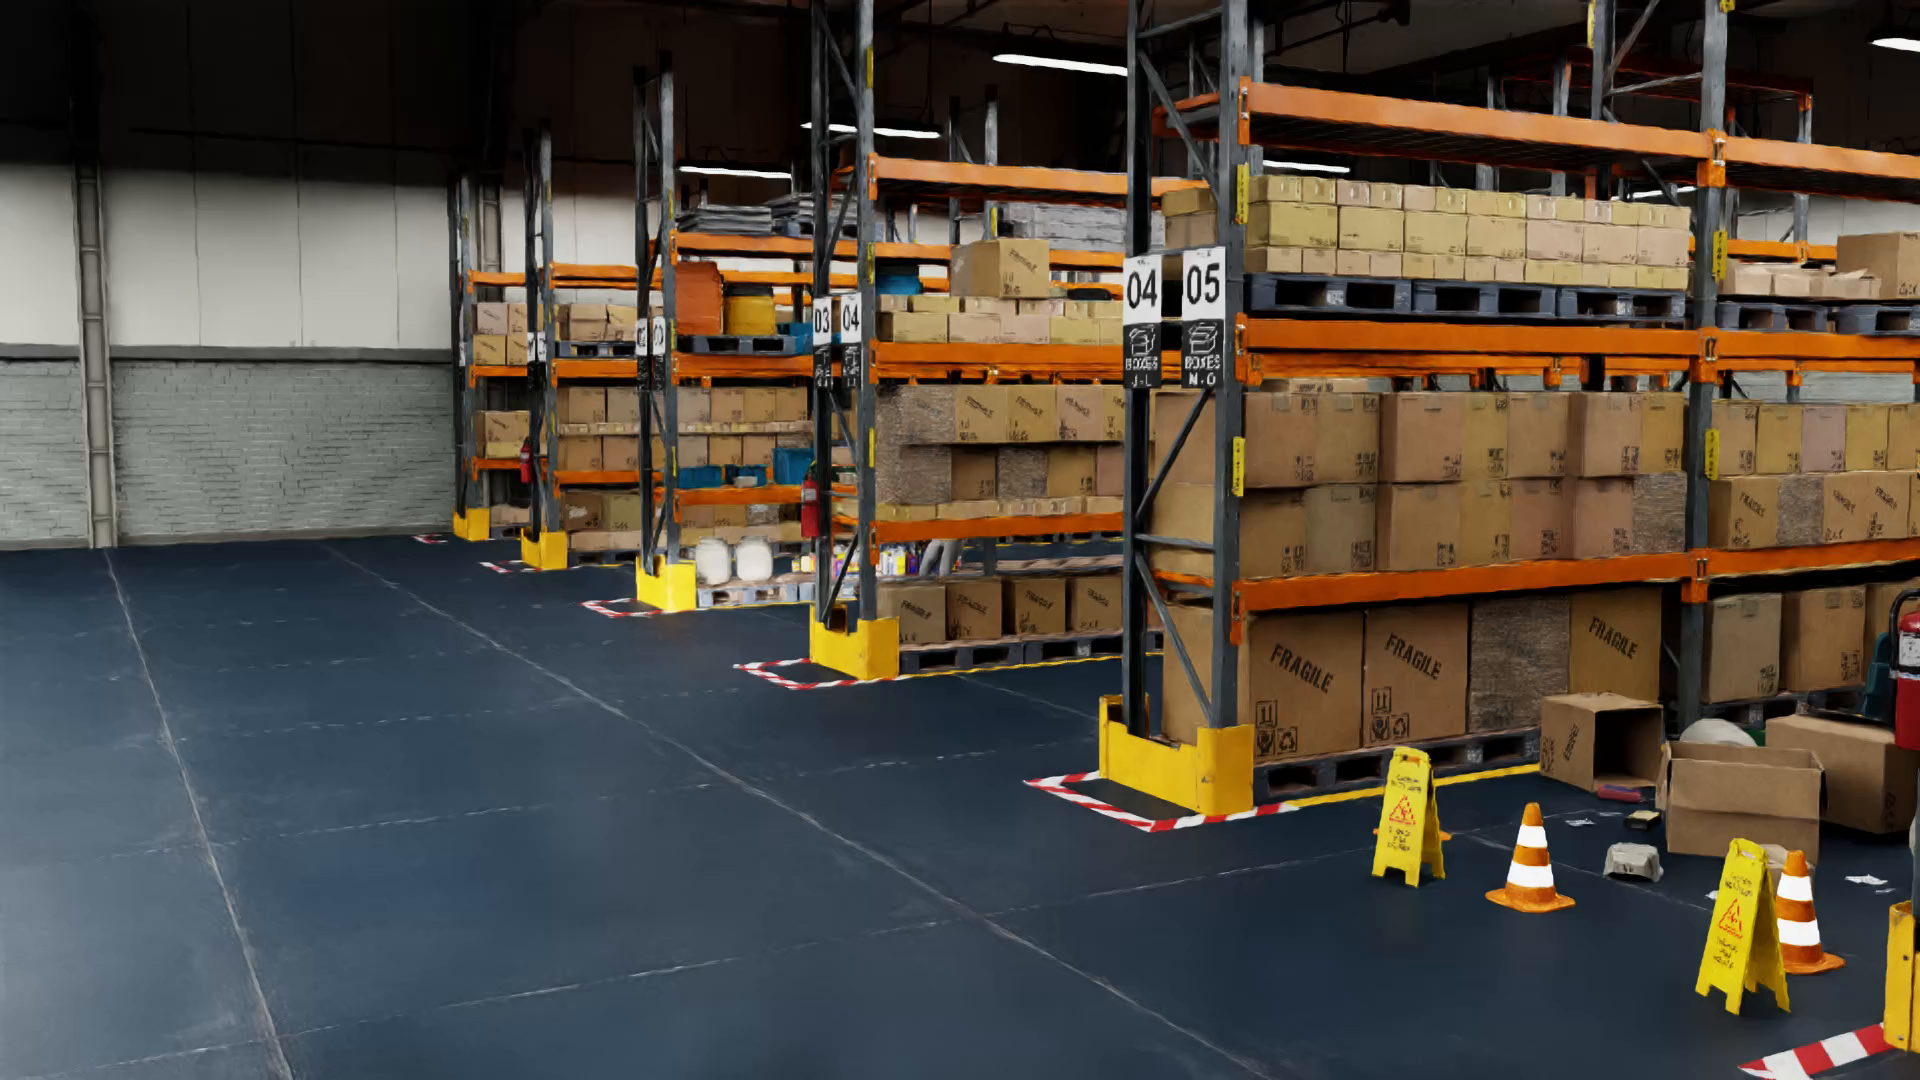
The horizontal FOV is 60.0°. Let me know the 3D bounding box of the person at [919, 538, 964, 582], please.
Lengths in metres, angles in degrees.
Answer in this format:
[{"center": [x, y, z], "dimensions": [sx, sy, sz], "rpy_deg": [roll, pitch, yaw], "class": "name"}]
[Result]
[{"center": [-0.153, 0.002, 17.535], "dimensions": [0.467, 1.667, 0.660], "rpy_deg": [-4, 7, -39], "class": "person"}]
